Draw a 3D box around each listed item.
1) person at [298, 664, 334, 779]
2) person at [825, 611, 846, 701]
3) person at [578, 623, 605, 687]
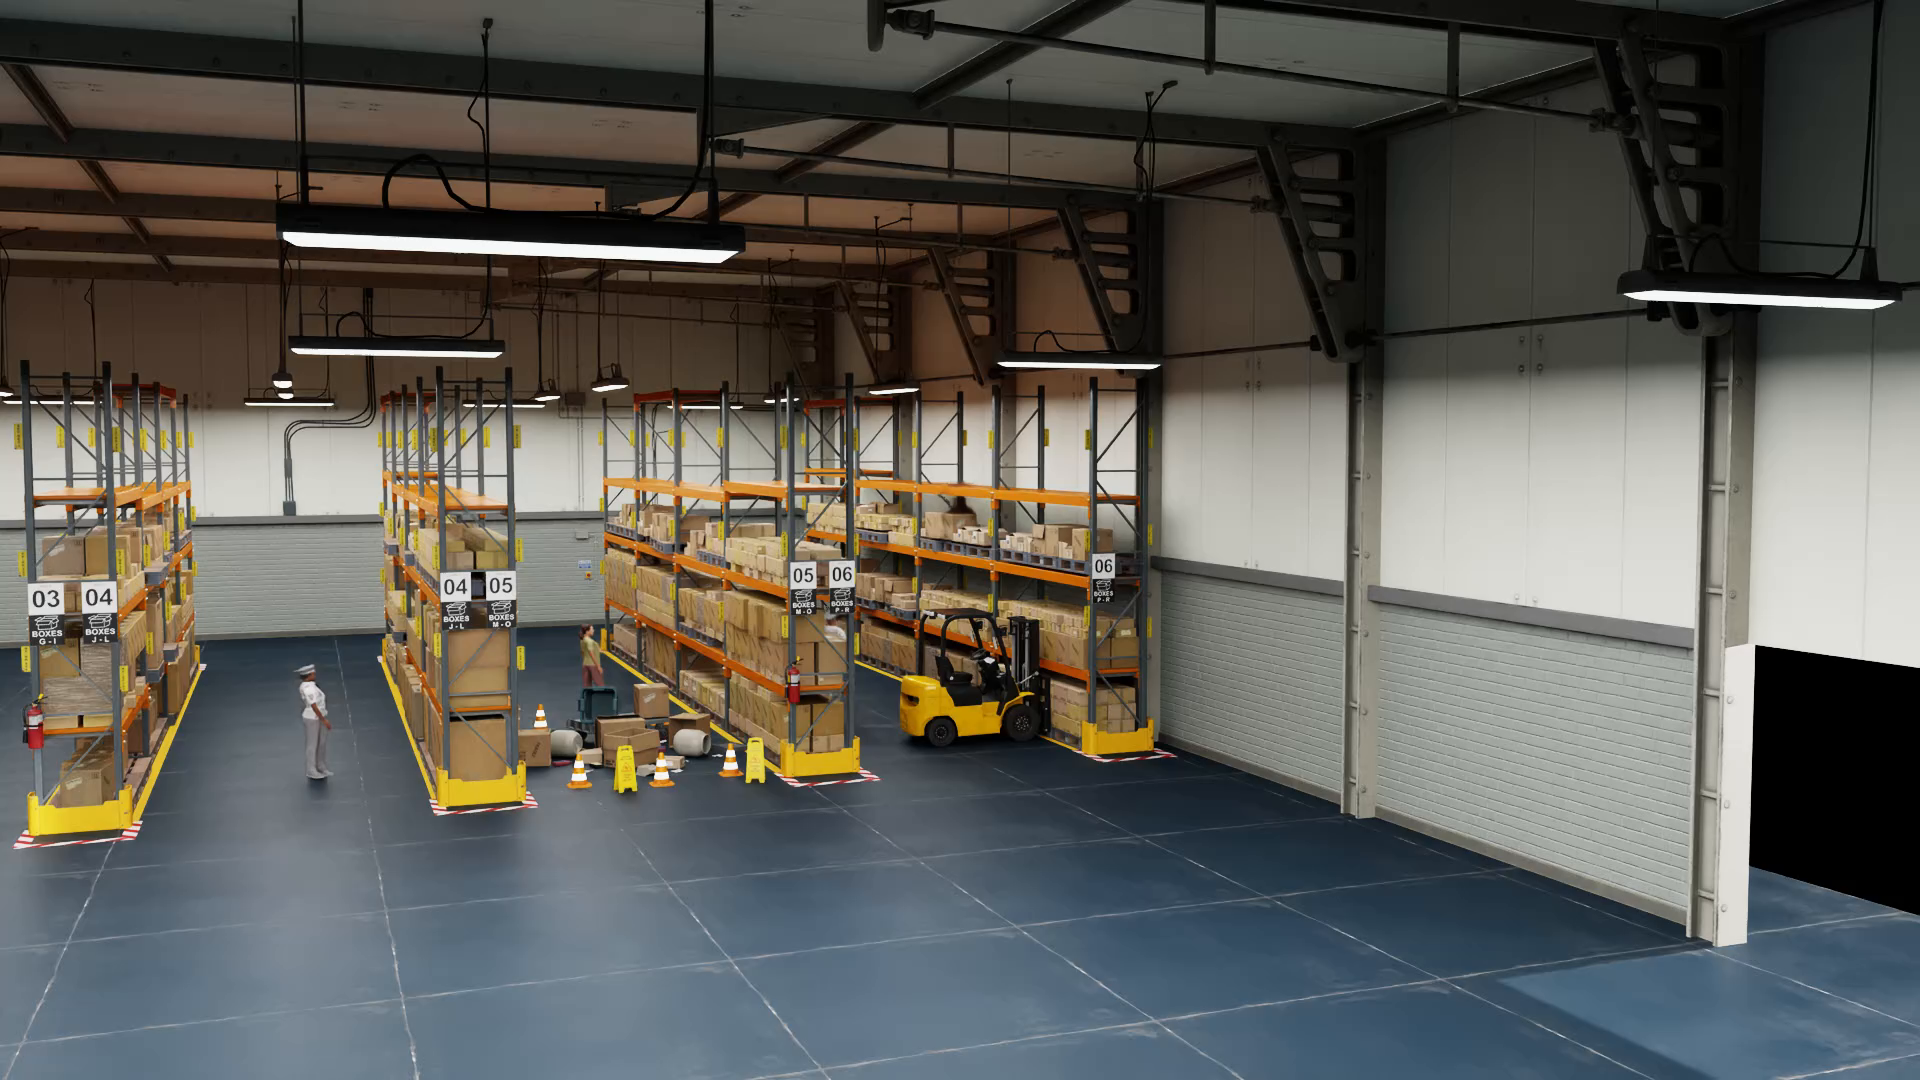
[{"bbox_3d":[-9.526,2.692,24.672,0.532,1.706,0.522,0,3,2],"label":"person"},{"bbox_3d":[-2.295,2.148,29.882,0.627,1.781,0.469,-1,4,-19],"label":"person"},{"bbox_3d":[-6.709,2.346,30.432,0.560,1.667,0.460,2,4,35],"label":"person"}]
